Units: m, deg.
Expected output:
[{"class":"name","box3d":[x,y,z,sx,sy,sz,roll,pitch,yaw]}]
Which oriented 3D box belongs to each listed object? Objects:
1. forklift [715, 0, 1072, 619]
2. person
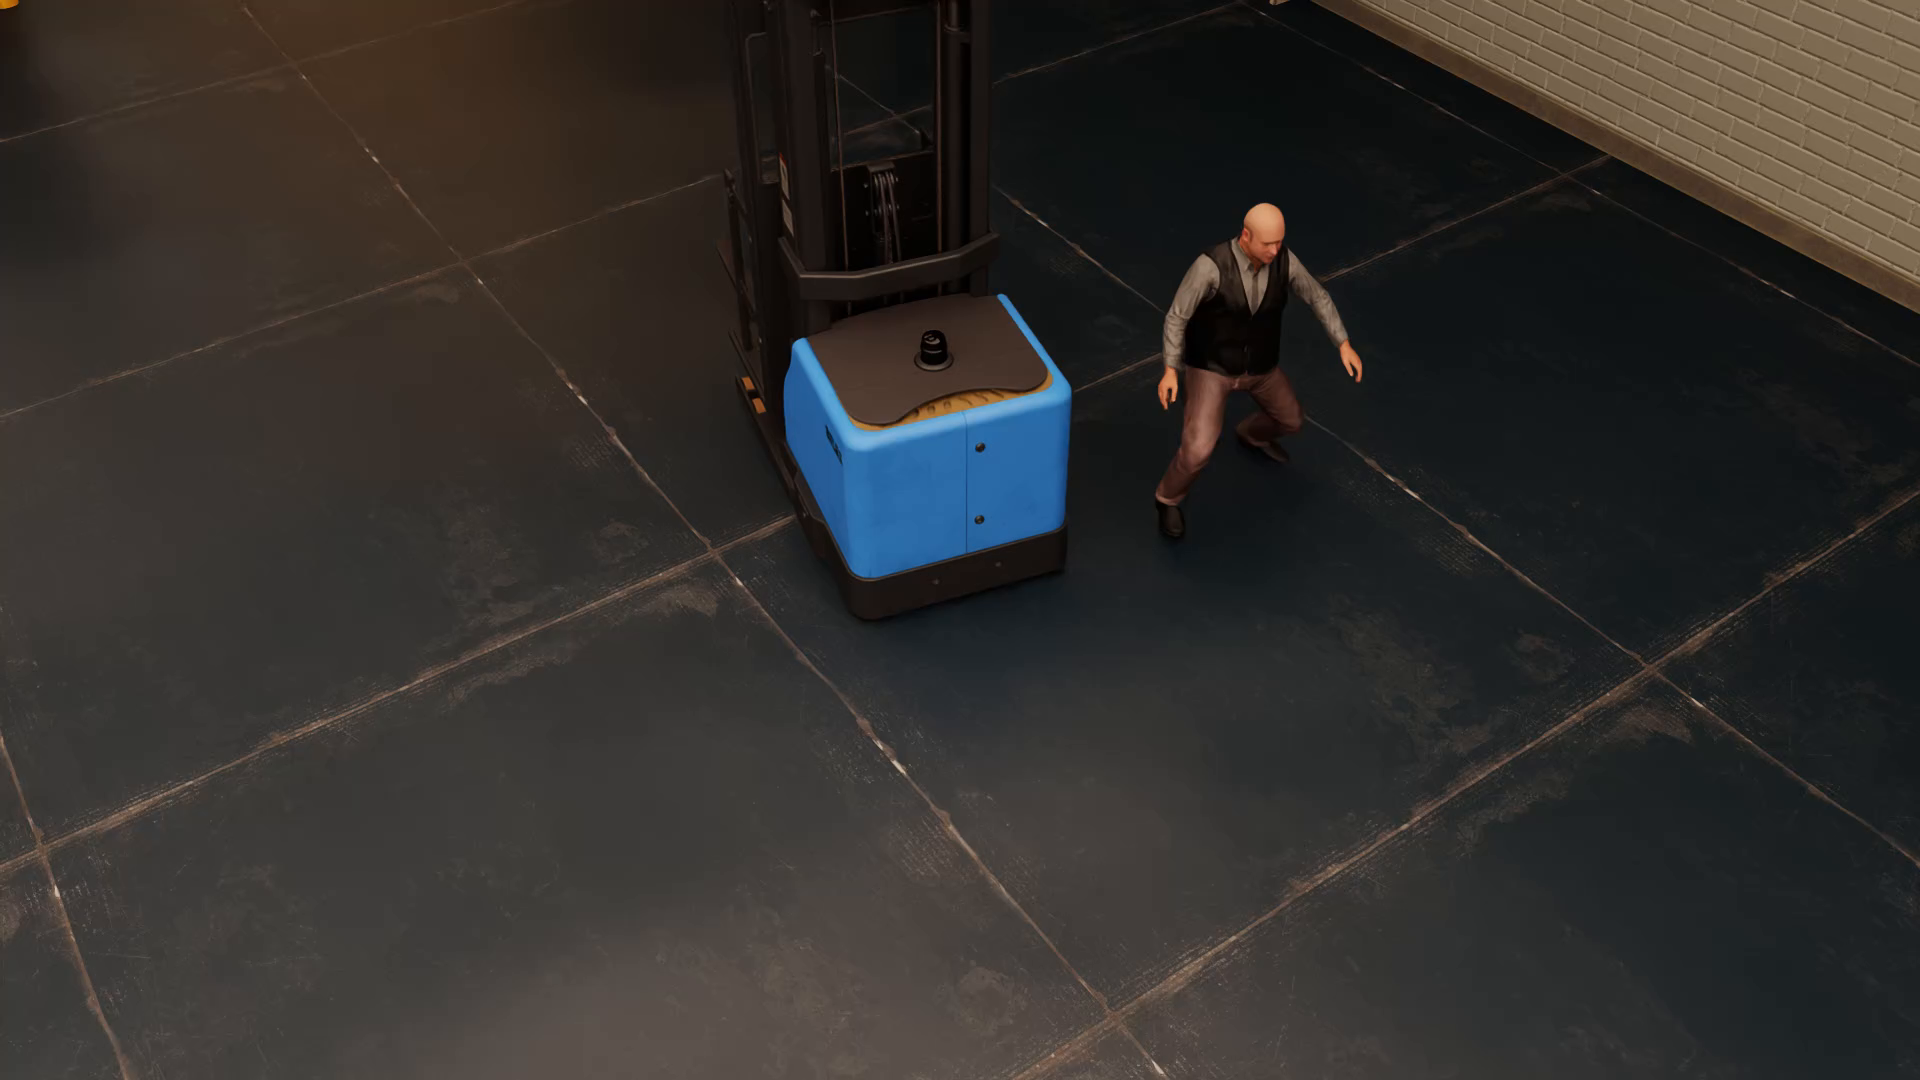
[{"class":"forklift","box3d":[-0.515,-1.736,7.599,1.130,2.935,3.031,-15,45,-15]},{"class":"person","box3d":[1.327,-0.820,7.632,0.939,1.591,0.714,-10,44,-11]}]
